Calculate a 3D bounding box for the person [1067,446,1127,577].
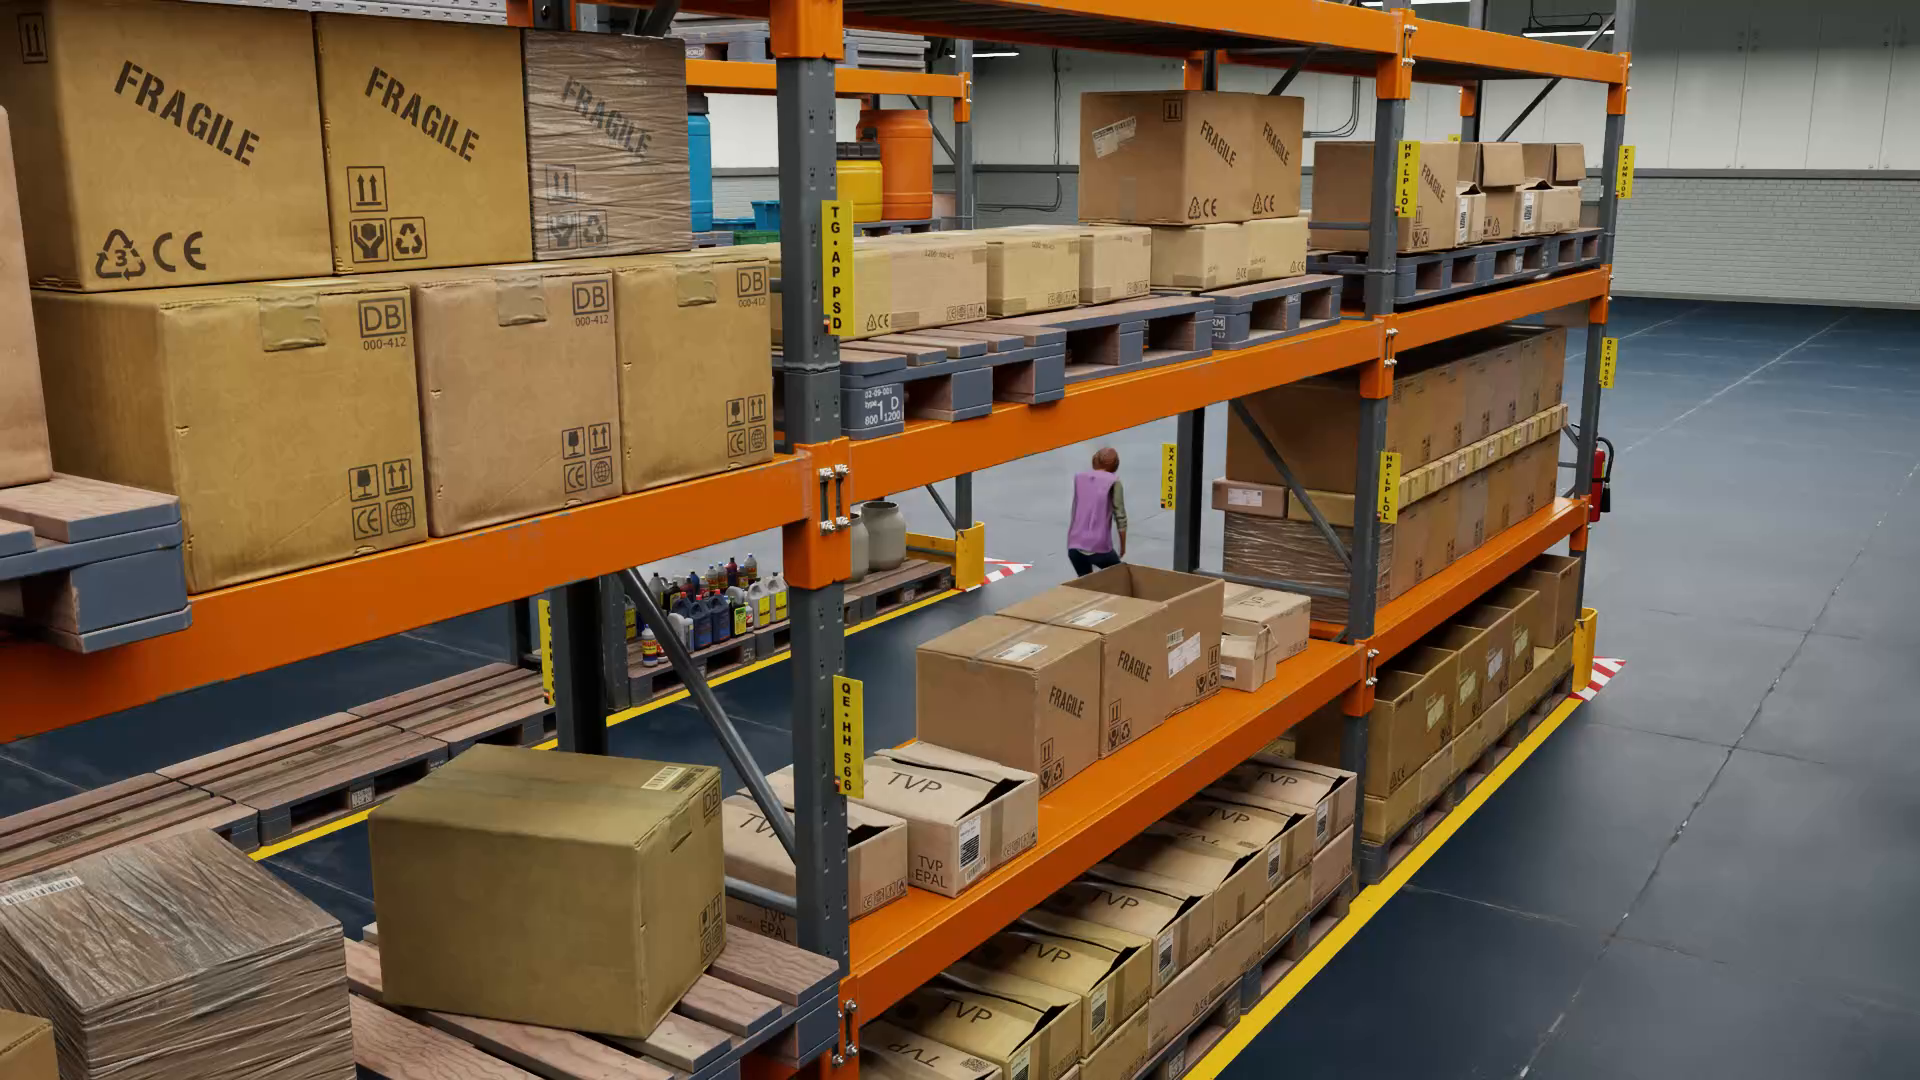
[{"bbox_3d":[0.989,0.040,12.243,0.456,1.423,0.560,9,16,34],"label":"person"}]
